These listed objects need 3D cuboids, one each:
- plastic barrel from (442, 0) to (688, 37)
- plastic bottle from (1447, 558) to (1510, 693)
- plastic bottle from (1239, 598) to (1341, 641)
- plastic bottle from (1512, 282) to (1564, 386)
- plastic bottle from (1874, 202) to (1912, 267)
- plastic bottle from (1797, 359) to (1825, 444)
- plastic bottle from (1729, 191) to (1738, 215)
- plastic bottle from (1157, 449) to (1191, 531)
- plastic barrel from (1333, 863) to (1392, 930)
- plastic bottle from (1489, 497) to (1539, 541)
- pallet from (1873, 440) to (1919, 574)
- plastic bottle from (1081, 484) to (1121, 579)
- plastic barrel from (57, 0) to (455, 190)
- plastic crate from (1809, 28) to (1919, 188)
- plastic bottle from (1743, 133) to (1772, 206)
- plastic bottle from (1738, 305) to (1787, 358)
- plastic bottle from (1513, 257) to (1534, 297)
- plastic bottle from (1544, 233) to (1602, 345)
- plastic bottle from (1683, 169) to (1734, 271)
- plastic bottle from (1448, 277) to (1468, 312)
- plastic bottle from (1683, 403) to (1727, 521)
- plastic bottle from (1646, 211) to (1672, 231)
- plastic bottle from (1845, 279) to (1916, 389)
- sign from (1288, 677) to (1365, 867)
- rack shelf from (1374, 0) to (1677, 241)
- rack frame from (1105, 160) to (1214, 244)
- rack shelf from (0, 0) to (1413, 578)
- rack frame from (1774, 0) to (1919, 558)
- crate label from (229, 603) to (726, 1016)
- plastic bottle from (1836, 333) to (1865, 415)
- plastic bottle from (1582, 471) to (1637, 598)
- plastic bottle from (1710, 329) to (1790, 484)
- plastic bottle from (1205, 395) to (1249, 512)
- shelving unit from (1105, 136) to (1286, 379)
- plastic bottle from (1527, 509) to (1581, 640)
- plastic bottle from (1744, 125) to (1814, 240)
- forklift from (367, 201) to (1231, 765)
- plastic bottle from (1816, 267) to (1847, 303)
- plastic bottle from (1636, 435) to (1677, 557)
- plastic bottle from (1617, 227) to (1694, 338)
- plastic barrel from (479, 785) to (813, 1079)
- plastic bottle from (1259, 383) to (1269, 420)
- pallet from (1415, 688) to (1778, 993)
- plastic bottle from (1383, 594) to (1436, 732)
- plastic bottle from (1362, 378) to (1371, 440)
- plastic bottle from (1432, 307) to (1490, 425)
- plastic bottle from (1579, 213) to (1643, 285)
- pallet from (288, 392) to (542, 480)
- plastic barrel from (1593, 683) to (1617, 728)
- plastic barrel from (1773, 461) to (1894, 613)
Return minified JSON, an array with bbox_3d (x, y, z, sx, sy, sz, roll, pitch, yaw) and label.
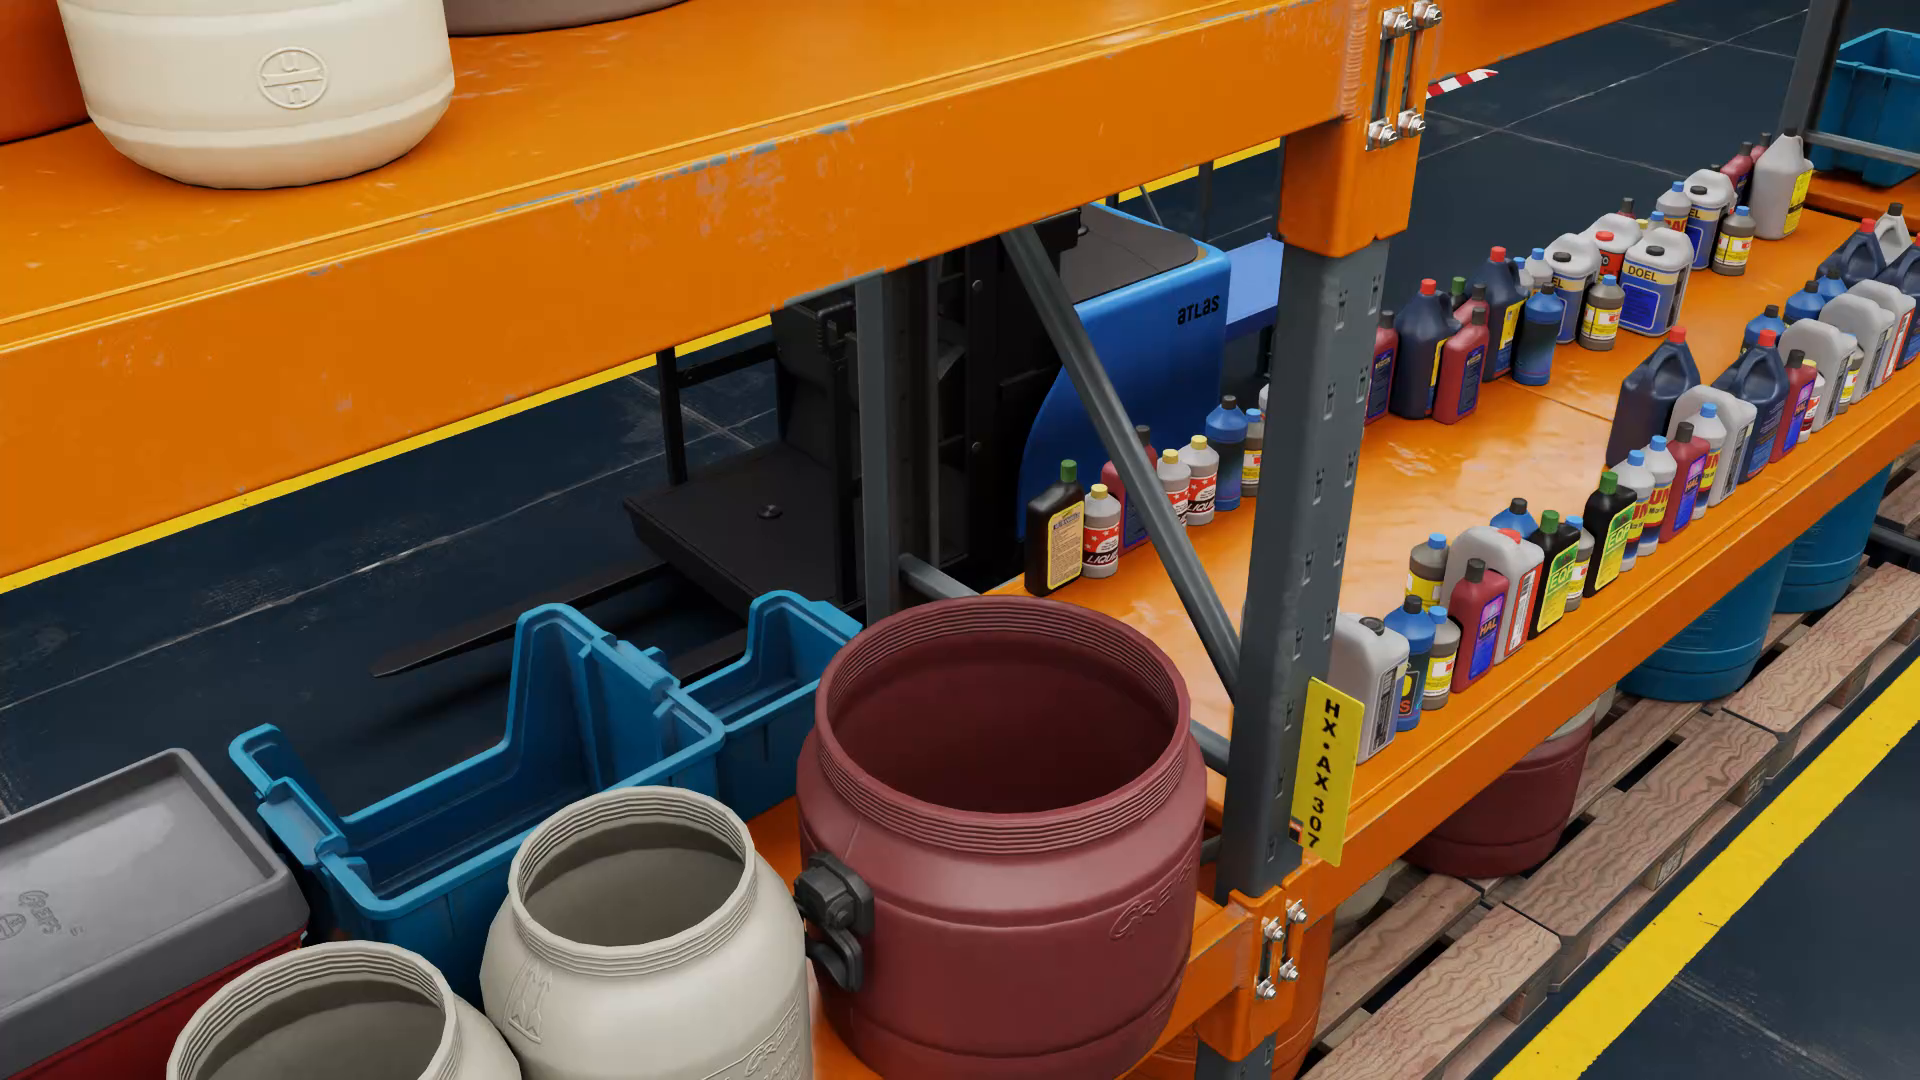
[{"bbox_3d":[-0.555,-1.055,1.745,0.600,0.901,0.600,0,31,0],"label":"plastic barrel"},{"bbox_3d":[1.004,0.151,3.240,0.133,0.283,0.061,-26,40,-35],"label":"plastic bottle"},{"bbox_3d":[0.628,0.195,3.175,0.135,0.276,0.152,-26,40,-35],"label":"plastic bottle"},{"bbox_3d":[1.532,-0.550,4.397,0.097,0.271,0.097,0,31,0],"label":"plastic bottle"},{"bbox_3d":[2.578,-0.772,4.684,0.185,0.351,0.144,-26,40,-35],"label":"plastic bottle"},{"bbox_3d":[2.086,-0.351,4.139,0.097,0.201,0.097,0,31,0],"label":"plastic bottle"},{"bbox_3d":[2.399,-1.042,5.269,0.097,0.201,0.097,0,31,0],"label":"plastic bottle"},{"bbox_3d":[0.467,-0.108,3.741,0.097,0.201,0.097,0,31,0],"label":"plastic bottle"},{"bbox_3d":[0.895,0.698,4.216,0.421,0.512,0.421,0,31,0],"label":"plastic barrel"},{"bbox_3d":[1.133,0.037,3.438,0.097,0.271,0.097,0,31,0],"label":"plastic bottle"},{"bbox_3d":[3.641,-0.275,6.497,1.213,0.211,1.003,-26,40,-35],"label":"pallet"},{"bbox_3d":[0.298,-0.026,3.608,0.097,0.201,0.097,0,31,0],"label":"plastic bottle"},{"bbox_3d":[-0.579,-0.450,1.369,0.301,0.262,0.301,0,31,0],"label":"plastic barrel"},{"bbox_3d":[3.238,-1.504,5.792,0.575,0.384,0.392,-26,40,-35],"label":"plastic crate"},{"bbox_3d":[2.569,-1.172,5.404,0.133,0.283,0.061,-26,40,-35],"label":"plastic bottle"},{"bbox_3d":[2.054,-0.473,4.272,0.097,0.271,0.097,0,31,0],"label":"plastic bottle"},{"bbox_3d":[1.505,-0.640,4.544,0.097,0.271,0.097,0,31,0],"label":"plastic bottle"},{"bbox_3d":[1.680,-0.707,4.650,0.135,0.276,0.152,-26,40,-35],"label":"plastic bottle"},{"bbox_3d":[2.261,-0.988,5.109,0.135,0.276,0.152,-26,40,-35],"label":"plastic bottle"},{"bbox_3d":[1.273,-0.545,4.378,0.133,0.283,0.061,-26,40,-35],"label":"plastic bottle"},{"bbox_3d":[1.682,-0.185,3.801,0.097,0.271,0.097,0,31,0],"label":"plastic bottle"},{"bbox_3d":[2.086,-0.891,5.022,0.097,0.201,0.097,0,31,0],"label":"plastic bottle"},{"bbox_3d":[2.421,-0.564,4.416,0.135,0.276,0.152,-26,40,-35],"label":"plastic bottle"},{"bbox_3d":[0.574,0.368,2.616,0.005,0.325,0.100,-26,40,-35],"label":"sign"},{"bbox_3d":[1.661,-1.452,3.564,4.000,0.370,1.077,-26,40,-35],"label":"rack shelf"},{"bbox_3d":[0.730,-0.951,6.367,0.032,1.500,0.500,-24,39,-34],"label":"rack frame"},{"bbox_3d":[-1.272,-0.033,1.244,4.000,0.370,1.077,-26,40,-35],"label":"rack shelf"},{"bbox_3d":[3.128,-1.189,5.319,0.127,3.000,1.000,-26,40,-35],"label":"rack frame"},{"bbox_3d":[-0.718,0.464,2.582,0.616,0.435,0.502,-26,40,-35],"label":"crate label"},{"bbox_3d":[2.256,-0.433,4.273,0.097,0.201,0.097,0,31,0],"label":"plastic bottle"},{"bbox_3d":[1.369,-0.026,3.529,0.133,0.283,0.061,-26,40,-35],"label":"plastic bottle"},{"bbox_3d":[1.868,-0.326,3.955,0.185,0.351,0.144,-26,40,-35],"label":"plastic bottle"},{"bbox_3d":[0.610,-0.207,3.836,0.097,0.271,0.097,0,31,0],"label":"plastic bottle"},{"bbox_3d":[1.117,-1.123,6.648,1.048,1.500,0.538,-24,39,-34],"label":"shelving unit"},{"bbox_3d":[1.200,0.056,3.395,0.133,0.283,0.061,-26,40,-35],"label":"plastic bottle"},{"bbox_3d":[2.620,-1.153,5.307,0.185,0.351,0.144,-26,40,-35],"label":"plastic bottle"},{"bbox_3d":[-0.476,-1.039,5.140,3.031,2.935,1.130,-24,39,-34],"label":"forklift"},{"bbox_3d":[2.322,-0.603,4.484,0.097,0.271,0.097,0,31,0],"label":"plastic bottle"},{"bbox_3d":[1.513,-0.103,3.667,0.097,0.271,0.097,0,31,0],"label":"plastic bottle"},{"bbox_3d":[1.954,-0.731,4.689,0.135,0.276,0.152,-26,40,-35],"label":"plastic bottle"},{"bbox_3d":[-0.414,0.629,2.239,0.421,0.512,0.421,0,31,0],"label":"plastic barrel"},{"bbox_3d":[0.753,-0.276,3.949,0.097,0.271,0.097,0,31,0],"label":"plastic bottle"},{"bbox_3d":[1.639,0.693,4.914,1.213,0.211,1.003,-26,40,-35],"label":"pallet"},{"bbox_3d":[0.835,0.224,3.131,0.097,0.271,0.097,0,31,0],"label":"plastic bottle"},{"bbox_3d":[0.967,-0.350,4.137,0.097,0.201,0.097,0,31,0],"label":"plastic bottle"},{"bbox_3d":[1.273,-0.443,4.211,0.133,0.283,0.061,-26,40,-35],"label":"plastic bottle"},{"bbox_3d":[1.850,-0.789,4.784,0.135,0.276,0.152,-26,40,-35],"label":"plastic bottle"},{"bbox_3d":[-2.597,-0.727,7.237,1.213,0.211,1.003,-26,40,-35],"label":"pallet"},{"bbox_3d":[1.723,0.297,4.871,0.421,0.512,0.421,0,31,0],"label":"plastic barrel"},{"bbox_3d":[2.717,-0.286,5.452,0.708,0.901,0.600,-26,40,-35],"label":"plastic barrel"}]
